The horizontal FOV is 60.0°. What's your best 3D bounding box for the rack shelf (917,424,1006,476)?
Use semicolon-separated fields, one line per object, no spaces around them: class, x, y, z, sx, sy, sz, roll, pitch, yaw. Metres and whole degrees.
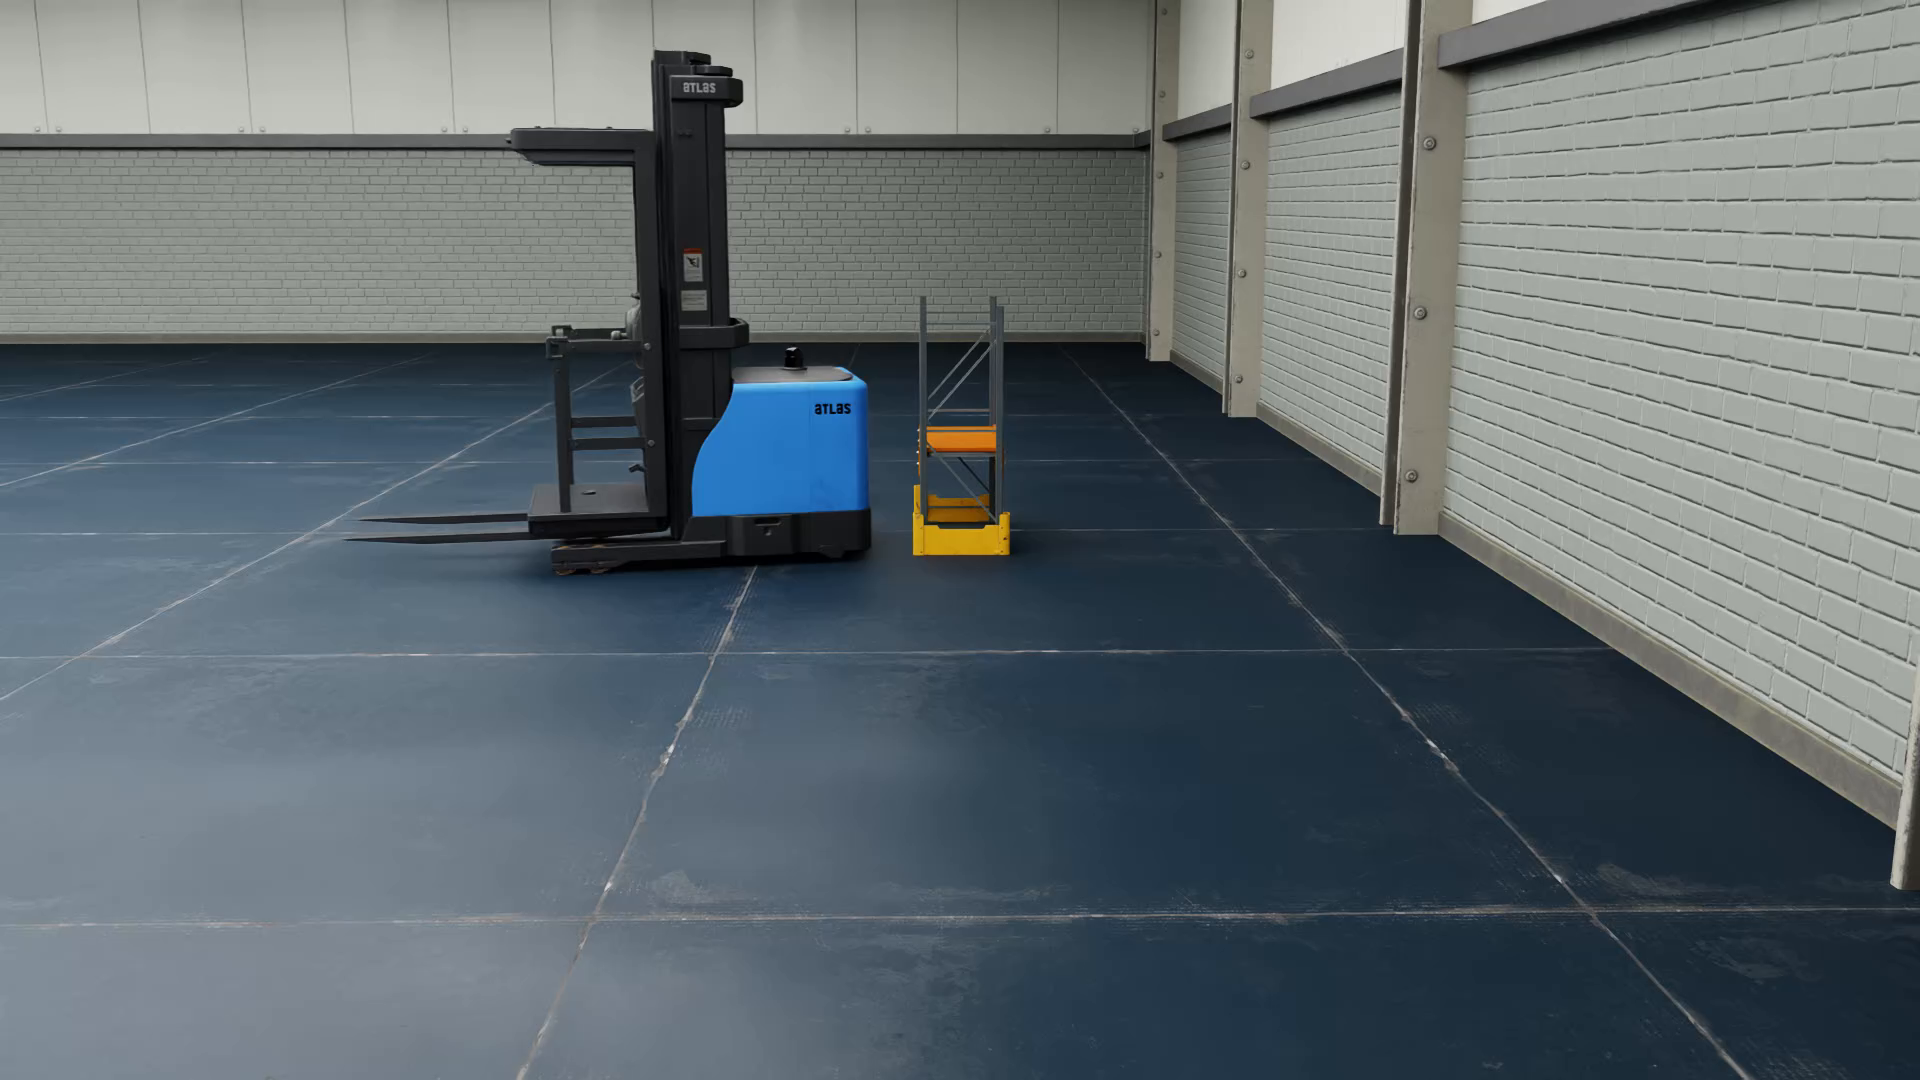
rack shelf;-0.002;-0.576;10.529;0.538;0.185;1.000;0;11;-1

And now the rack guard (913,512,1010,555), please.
rack guard;0.009;-0.039;10.121;0.587;0.250;0.087;0;11;-1

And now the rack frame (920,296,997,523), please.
rack frame;-0.012;-0.853;10.992;0.500;1.500;0.032;0;11;-1

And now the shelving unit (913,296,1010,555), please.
shelving unit;-0.002;-0.750;10.485;0.587;1.500;1.083;0;11;-1

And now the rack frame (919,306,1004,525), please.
rack frame;0.009;-0.651;9.995;0.500;1.500;0.032;0;11;-1

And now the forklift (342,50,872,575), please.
forklift;-2.102;-1.349;9.839;3.031;2.935;1.130;-2;12;-12

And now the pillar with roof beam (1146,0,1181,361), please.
pillar with roof beam;-1.590;-6.853;21.705;9.100;9.000;0.400;0;11;-1

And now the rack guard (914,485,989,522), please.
rack guard;-0.012;-0.237;11.097;0.587;0.250;0.087;0;11;-1

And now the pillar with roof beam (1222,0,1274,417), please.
pillar with roof beam;-1.466;-5.660;15.826;9.100;9.000;0.400;0;11;-1

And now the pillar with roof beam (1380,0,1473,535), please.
pillar with roof beam;-1.342;-4.467;9.947;9.100;9.000;0.400;0;11;-1
